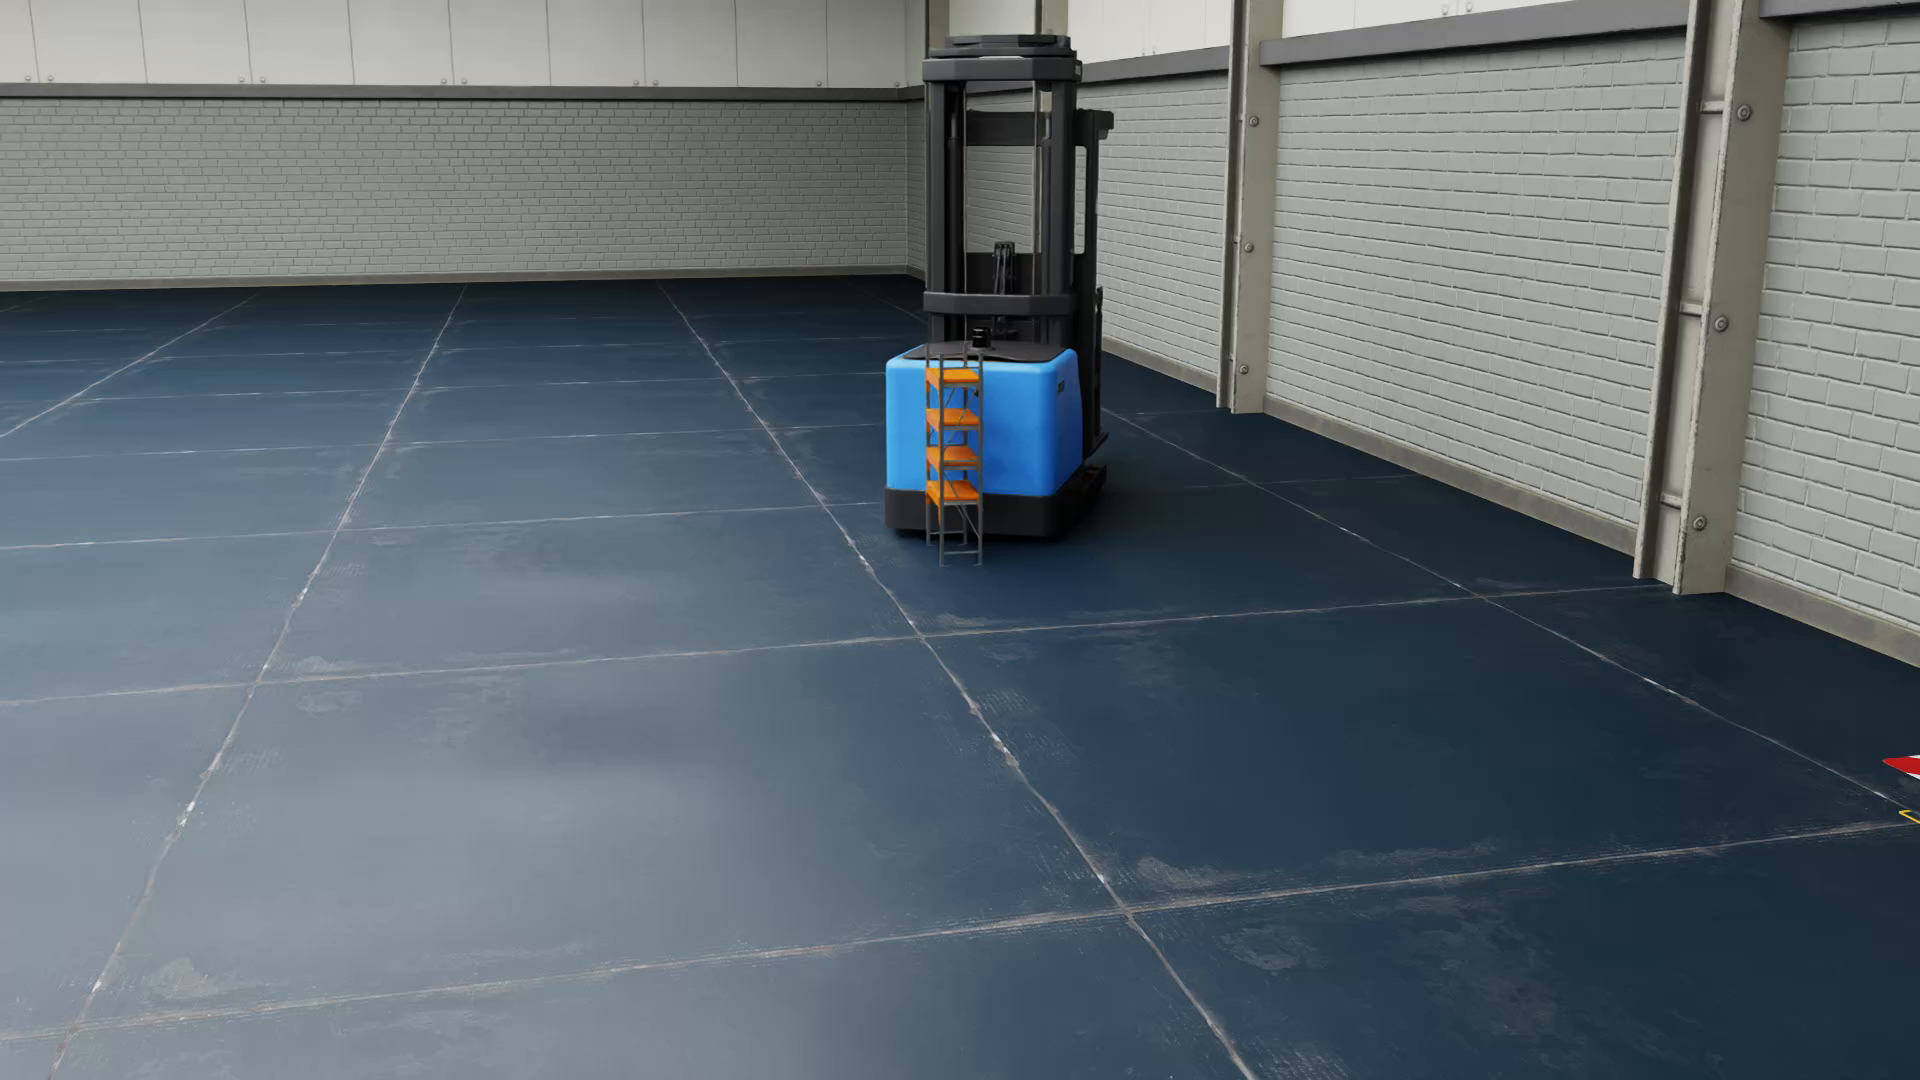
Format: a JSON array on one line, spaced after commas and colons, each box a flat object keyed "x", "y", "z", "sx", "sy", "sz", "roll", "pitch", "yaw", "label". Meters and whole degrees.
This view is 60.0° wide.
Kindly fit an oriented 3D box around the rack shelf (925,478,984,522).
[{"x": -0.035, "y": -0.231, "z": 9.465, "sx": 0.258, "sy": 0.148, "sz": 0.480, "roll": -2, "pitch": 14, "yaw": -10, "label": "rack shelf"}]

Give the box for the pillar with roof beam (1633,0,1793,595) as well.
[{"x": -0.303, "y": -3.897, "z": 6.918, "sx": 9.100, "sy": 9.000, "sz": 0.400, "roll": -3, "pitch": 14, "yaw": -13, "label": "pillar with roof beam"}]

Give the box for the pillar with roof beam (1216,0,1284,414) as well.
[{"x": -1.712, "y": -5.281, "z": 12.583, "sx": 9.100, "sy": 9.000, "sz": 0.400, "roll": -3, "pitch": 14, "yaw": -13, "label": "pillar with roof beam"}]

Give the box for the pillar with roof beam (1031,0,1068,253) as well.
[{"x": -3.121, "y": -6.665, "z": 18.249, "sx": 9.100, "sy": 9.000, "sz": 0.400, "roll": -3, "pitch": 14, "yaw": -13, "label": "pillar with roof beam"}]

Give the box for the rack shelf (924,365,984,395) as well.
[{"x": -0.035, "y": -0.871, "z": 9.309, "sx": 0.258, "sy": 0.148, "sz": 0.480, "roll": -2, "pitch": 14, "yaw": -10, "label": "rack shelf"}]

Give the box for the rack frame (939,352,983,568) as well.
[{"x": 0.007, "y": -0.432, "z": 9.169, "sx": 0.240, "sy": 1.200, "sz": 0.015, "roll": -2, "pitch": 14, "yaw": -10, "label": "rack frame"}]

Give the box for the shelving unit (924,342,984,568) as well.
[{"x": -0.035, "y": -0.489, "z": 9.402, "sx": 0.258, "sy": 1.200, "sz": 0.503, "roll": -2, "pitch": 14, "yaw": -10, "label": "shelving unit"}]

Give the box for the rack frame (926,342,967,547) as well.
[{"x": -0.077, "y": -0.546, "z": 9.636, "sx": 0.240, "sy": 1.200, "sz": 0.015, "roll": -2, "pitch": 14, "yaw": -10, "label": "rack frame"}]

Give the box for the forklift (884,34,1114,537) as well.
[{"x": 0.388, "y": -1.747, "z": 10.901, "sx": 1.130, "sy": 2.935, "sz": 3.031, "roll": 3, "pitch": 14, "yaw": 13, "label": "forklift"}]

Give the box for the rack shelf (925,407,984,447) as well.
[{"x": -0.035, "y": -0.641, "z": 9.365, "sx": 0.258, "sy": 0.148, "sz": 0.480, "roll": -2, "pitch": 14, "yaw": -10, "label": "rack shelf"}]

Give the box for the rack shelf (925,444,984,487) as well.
[{"x": -0.035, "y": -0.424, "z": 9.418, "sx": 0.258, "sy": 0.148, "sz": 0.480, "roll": -2, "pitch": 14, "yaw": -10, "label": "rack shelf"}]
